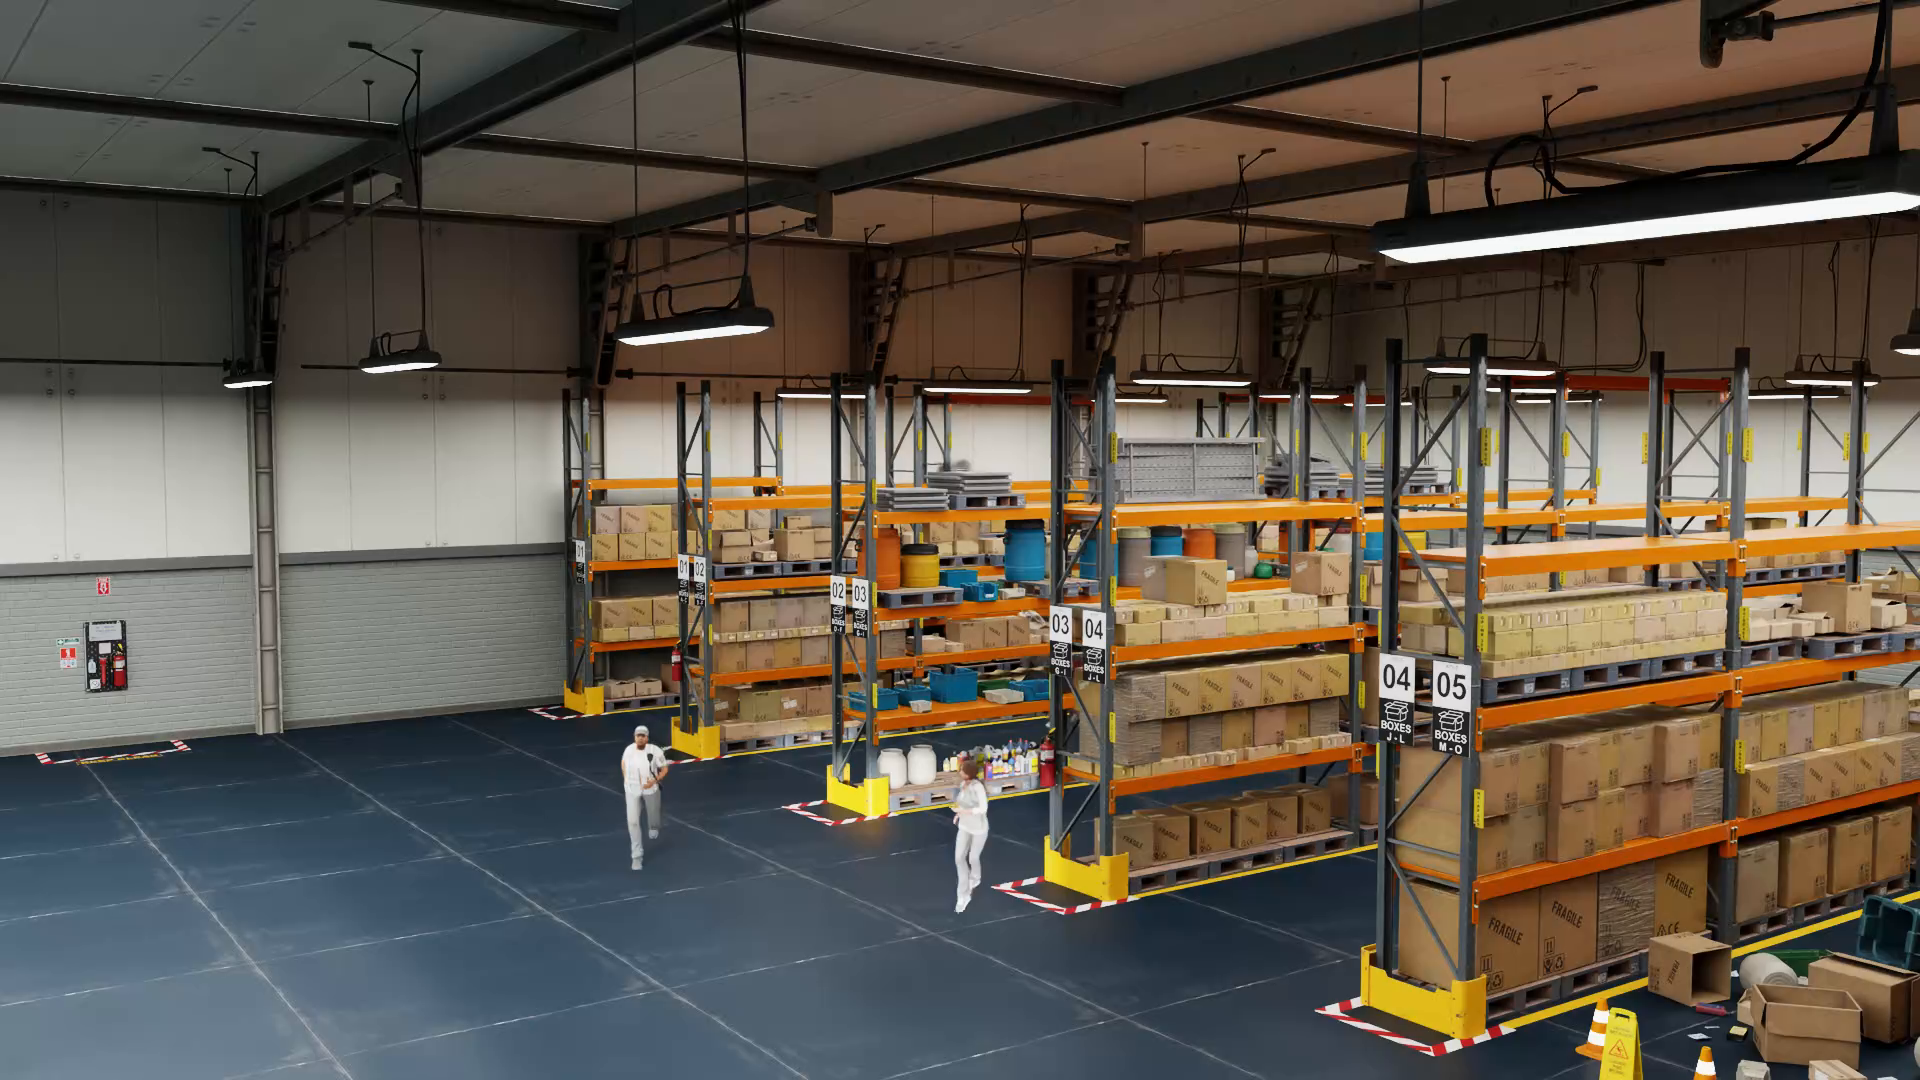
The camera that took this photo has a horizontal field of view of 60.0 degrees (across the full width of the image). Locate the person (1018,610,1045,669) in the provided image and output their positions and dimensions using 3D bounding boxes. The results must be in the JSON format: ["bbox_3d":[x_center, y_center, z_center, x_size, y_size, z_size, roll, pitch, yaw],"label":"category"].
[{"bbox_3d":[1.345,1.979,32.669,0.830,1.732,0.562,-2,4,-33],"label":"person"}]

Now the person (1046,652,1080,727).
[{"bbox_3d":[1.709,2.290,27.937,0.579,1.632,0.805,4,5,44],"label":"person"}]

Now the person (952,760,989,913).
[{"bbox_3d":[0.093,3.203,18.242,0.592,1.606,0.757,2,4,34],"label":"person"}]

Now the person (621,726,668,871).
[{"bbox_3d":[-3.816,3.069,20.119,0.577,1.673,1.046,0,4,-7],"label":"person"}]
